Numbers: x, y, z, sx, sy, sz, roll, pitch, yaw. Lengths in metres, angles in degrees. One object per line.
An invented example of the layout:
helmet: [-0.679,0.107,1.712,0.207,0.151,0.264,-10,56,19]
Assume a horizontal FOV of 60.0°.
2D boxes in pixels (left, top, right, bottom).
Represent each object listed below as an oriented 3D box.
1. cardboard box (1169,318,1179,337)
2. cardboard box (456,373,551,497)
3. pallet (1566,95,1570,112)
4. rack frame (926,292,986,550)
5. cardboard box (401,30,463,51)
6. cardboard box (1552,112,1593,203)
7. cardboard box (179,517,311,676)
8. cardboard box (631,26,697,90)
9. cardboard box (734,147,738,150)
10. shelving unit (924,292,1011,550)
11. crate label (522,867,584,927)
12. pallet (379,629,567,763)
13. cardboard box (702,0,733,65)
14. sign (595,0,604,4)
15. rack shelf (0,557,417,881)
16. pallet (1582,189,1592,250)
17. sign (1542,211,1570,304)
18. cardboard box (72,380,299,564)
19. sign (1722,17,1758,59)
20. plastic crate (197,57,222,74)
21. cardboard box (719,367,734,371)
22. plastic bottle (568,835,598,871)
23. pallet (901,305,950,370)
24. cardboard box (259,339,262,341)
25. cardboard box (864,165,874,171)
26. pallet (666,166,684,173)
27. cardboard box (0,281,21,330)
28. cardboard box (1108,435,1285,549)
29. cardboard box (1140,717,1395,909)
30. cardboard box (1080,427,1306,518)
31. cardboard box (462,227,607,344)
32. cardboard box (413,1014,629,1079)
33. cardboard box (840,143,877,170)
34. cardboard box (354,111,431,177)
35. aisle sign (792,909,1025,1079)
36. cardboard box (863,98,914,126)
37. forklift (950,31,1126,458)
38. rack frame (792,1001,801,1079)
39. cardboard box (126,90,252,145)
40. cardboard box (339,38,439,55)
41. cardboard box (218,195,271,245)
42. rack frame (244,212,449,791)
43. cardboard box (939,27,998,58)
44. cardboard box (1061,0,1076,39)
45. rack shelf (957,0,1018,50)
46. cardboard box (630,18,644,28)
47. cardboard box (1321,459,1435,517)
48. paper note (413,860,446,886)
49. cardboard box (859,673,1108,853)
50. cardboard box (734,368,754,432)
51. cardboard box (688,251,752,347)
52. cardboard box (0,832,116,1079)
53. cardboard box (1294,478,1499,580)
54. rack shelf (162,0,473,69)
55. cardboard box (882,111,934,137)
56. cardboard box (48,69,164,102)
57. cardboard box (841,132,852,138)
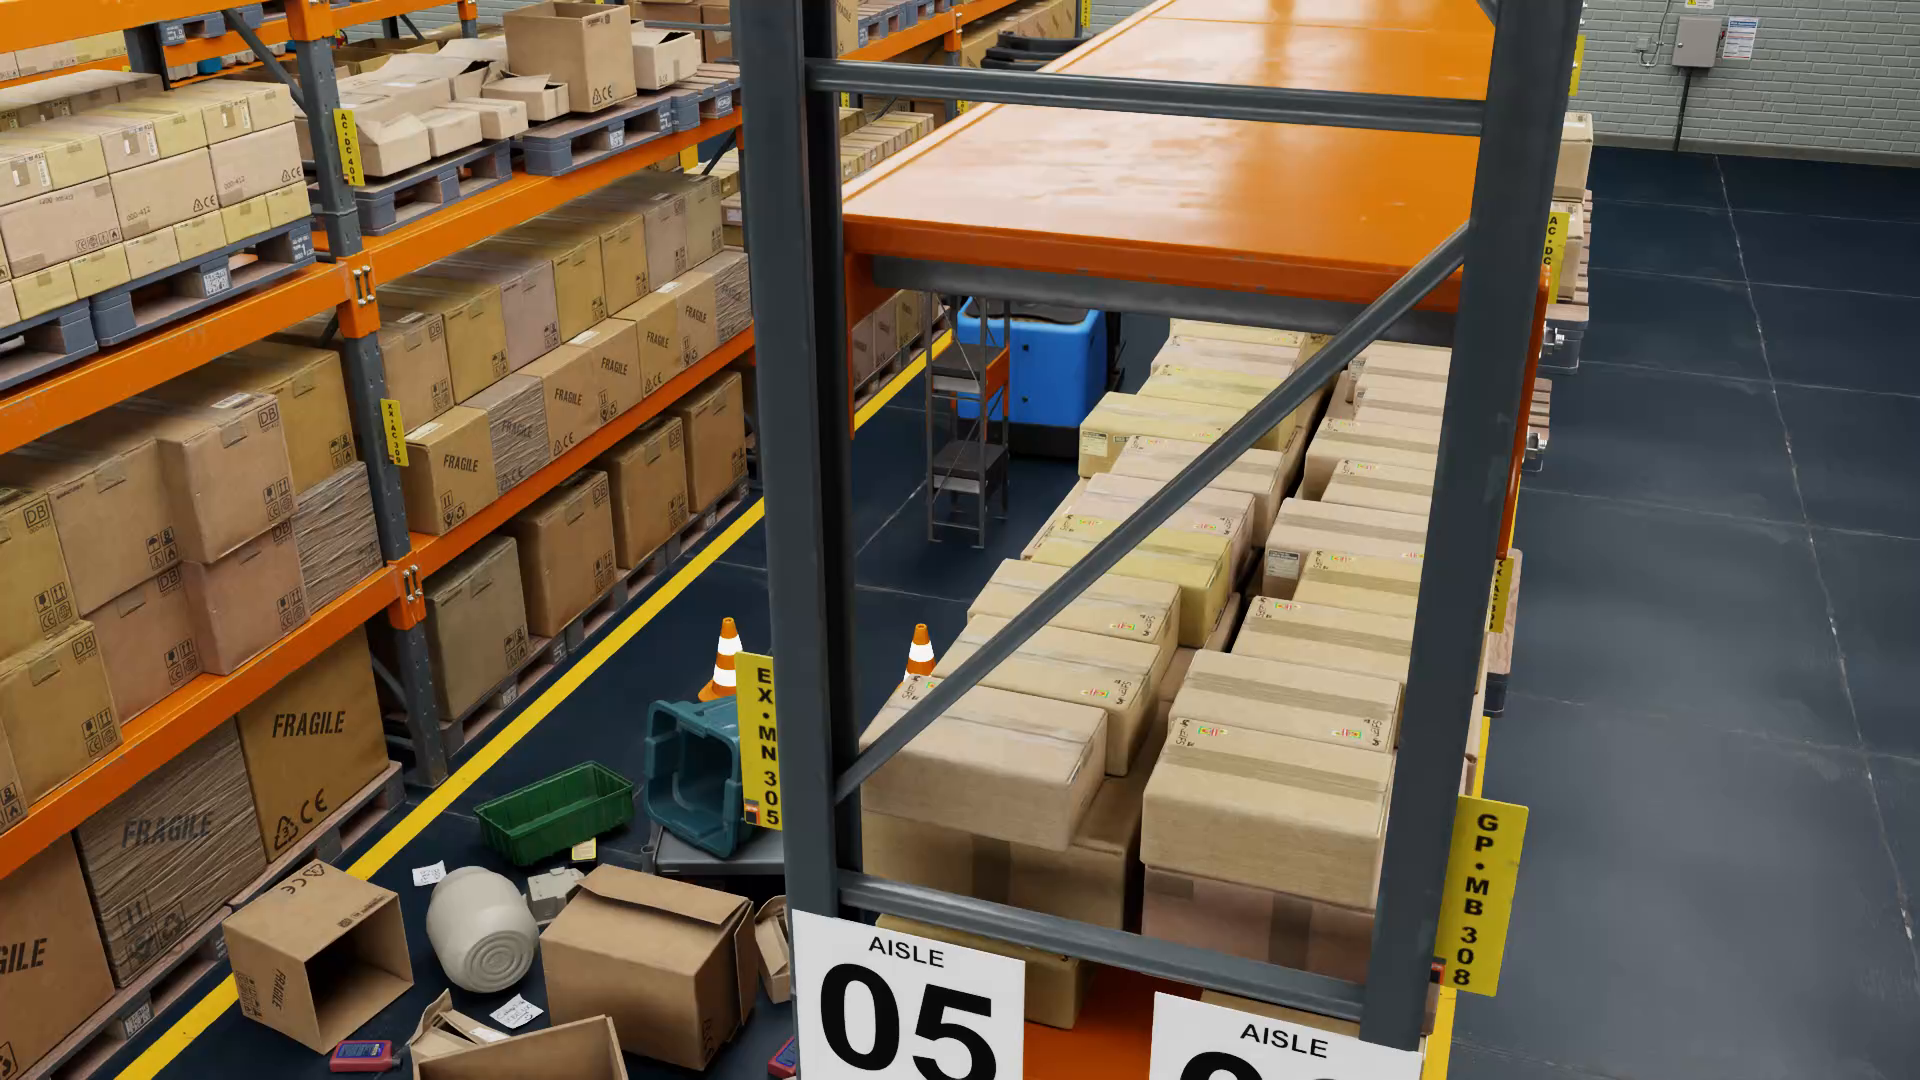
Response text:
cardboard box: [0.859,-0.670,5.122,0.380,0.149,0.250,9,27,17]
cardboard box: [-2.566,-0.584,8.900,0.500,0.500,0.500,9,27,18]
pallet: [3.035,-2.659,10.075,1.213,0.211,1.003,10,28,20]
rack frame: [-0.026,-0.913,10.726,0.400,2.100,0.015,9,27,17]
cardboard box: [-5.242,-4.835,16.763,0.500,0.500,0.500,10,27,19]
cardboard box: [2.269,-1.563,6.711,0.500,0.250,0.500,8,27,16]
cardboard box: [-3.435,0.161,7.304,0.875,0.550,0.550,9,27,17]
cardboard box: [-1.895,-2.869,9.798,0.500,0.311,0.500,9,27,17]
cardboard box: [-1.580,-3.048,13.227,0.380,0.149,0.250,10,27,19]
shelving unit: [0.055,-1.013,10.933,0.431,2.100,0.503,9,27,17]
crate label: [-1.873,1.641,7.704,0.298,0.136,0.250,-9,27,-18]
pallet: [-2.976,0.772,9.412,1.003,0.211,1.213,9,27,17]
cardboard box: [-1.390,-3.390,11.252,0.500,0.500,0.500,9,27,17]
sign: [-2.342,-3.461,10.920,0.100,0.325,0.005,9,27,17]
rack shelf: [-3.827,0.991,6.586,1.077,0.370,4.000,9,27,17]
pallet: [2.188,-1.409,7.491,1.213,0.211,1.003,9,27,17]
sign: [2.054,-0.985,5.808,0.100,0.325,0.005,9,27,17]
cardboard box: [-3.390,-0.319,7.055,0.875,0.550,0.550,9,27,17]
sign: [9.855,-6.336,21.004,0.329,0.494,0.001,9,27,17]
plastic crate: [-8.924,-5.636,19.571,0.416,0.233,0.300,9,27,17]
cardboard box: [-1.858,-1.171,12.612,0.500,0.500,0.500,9,27,17]
plastic bottle: [-1.830,1.500,8.081,0.133,0.061,0.283,-5,26,-9]
pallet: [-0.757,-1.867,14.864,1.003,0.211,1.213,9,27,17]
cardboard box: [-6.225,-2.072,14.045,1.225,0.875,0.875,7,27,15]
cardboard box: [-0.881,-2.918,13.299,0.380,0.149,0.250,9,27,18]
pallet: [-4.004,-4.252,19.789,1.003,0.211,1.213,9,27,17]
cardboard box: [-3.488,-0.802,5.714,0.380,0.149,0.250,9,27,17]
cardboard box: [0.566,-0.120,3.987,0.380,0.149,0.250,8,27,16]
cardboard box: [0.519,0.453,2.803,0.380,0.149,0.250,9,27,17]
cardboard box: [0.628,-0.129,4.462,0.500,0.250,0.500,9,27,18]
cardboard box: [-2.495,-1.481,9.605,0.700,0.500,0.500,8,27,17]
cardboard box: [-1.594,2.200,6.128,0.797,0.503,0.637,-9,27,-18]
cardboard box: [-0.883,-3.057,13.246,0.380,0.149,0.250,8,27,15]
cardboard box: [-2.725,-1.890,7.827,0.258,0.266,0.396,8,27,17]
aisle sign: [-0.085,0.979,2.803,0.394,0.787,0.004,9,27,17]
cardboard box: [-0.605,-3.861,15.326,0.500,0.500,0.500,9,27,18]
forklift: [0.761,-2.549,13.151,1.130,2.935,3.031,6,26,12]
rack frame: [0.209,2.166,3.335,1.000,3.000,0.127,9,27,17]
cardboard box: [-3.067,-1.684,6.621,0.380,0.149,0.250,9,27,17]
cardboard box: [-5.348,-4.436,15.704,0.797,0.503,0.637,8,27,16]
cardboard box: [-3.065,-1.326,6.796,0.380,0.149,0.250,9,27,18]
rack frame: [-3.162,-0.155,8.127,1.000,3.000,0.127,9,27,17]
cardboard box: [0.039,-4.436,15.367,0.500,0.500,0.500,8,27,16]
cardboard box: [0.914,-5.491,17.545,0.500,0.500,0.500,8,27,16]
rack shelf: [0.166,-5.290,16.118,1.077,0.370,4.000,9,27,17]
cardboard box: [-2.279,-3.077,10.226,0.500,0.311,0.500,9,27,18]
cardboard box: [1.040,-0.050,3.843,0.380,0.149,0.250,10,27,19]
paper note: [-2.531,1.589,7.932,0.147,0.020,0.142,-9,27,-18]
cardboard box: [0.043,0.388,2.938,0.380,0.149,0.250,9,27,18]
cardboard box: [-1.355,-1.116,12.499,0.500,0.500,0.500,8,27,15]
cardboard box: [-1.727,-1.619,11.038,0.500,0.500,0.500,9,27,17]
cardboard box: [-4.039,1.606,6.446,0.875,0.875,0.875,8,27,17]
cardboard box: [1.142,-0.048,4.296,0.500,0.250,0.500,9,27,19]
rack shelf: [-5.809,-4.407,14.294,1.077,0.370,4.000,9,27,17]
cardboard box: [-0.449,-3.593,14.352,0.380,0.149,0.250,10,28,20]
cardboard box: [-3.603,-1.884,7.034,0.380,0.149,0.250,9,27,18]
cardboard box: [-1.149,-3.450,14.398,0.380,0.149,0.250,8,27,16]
